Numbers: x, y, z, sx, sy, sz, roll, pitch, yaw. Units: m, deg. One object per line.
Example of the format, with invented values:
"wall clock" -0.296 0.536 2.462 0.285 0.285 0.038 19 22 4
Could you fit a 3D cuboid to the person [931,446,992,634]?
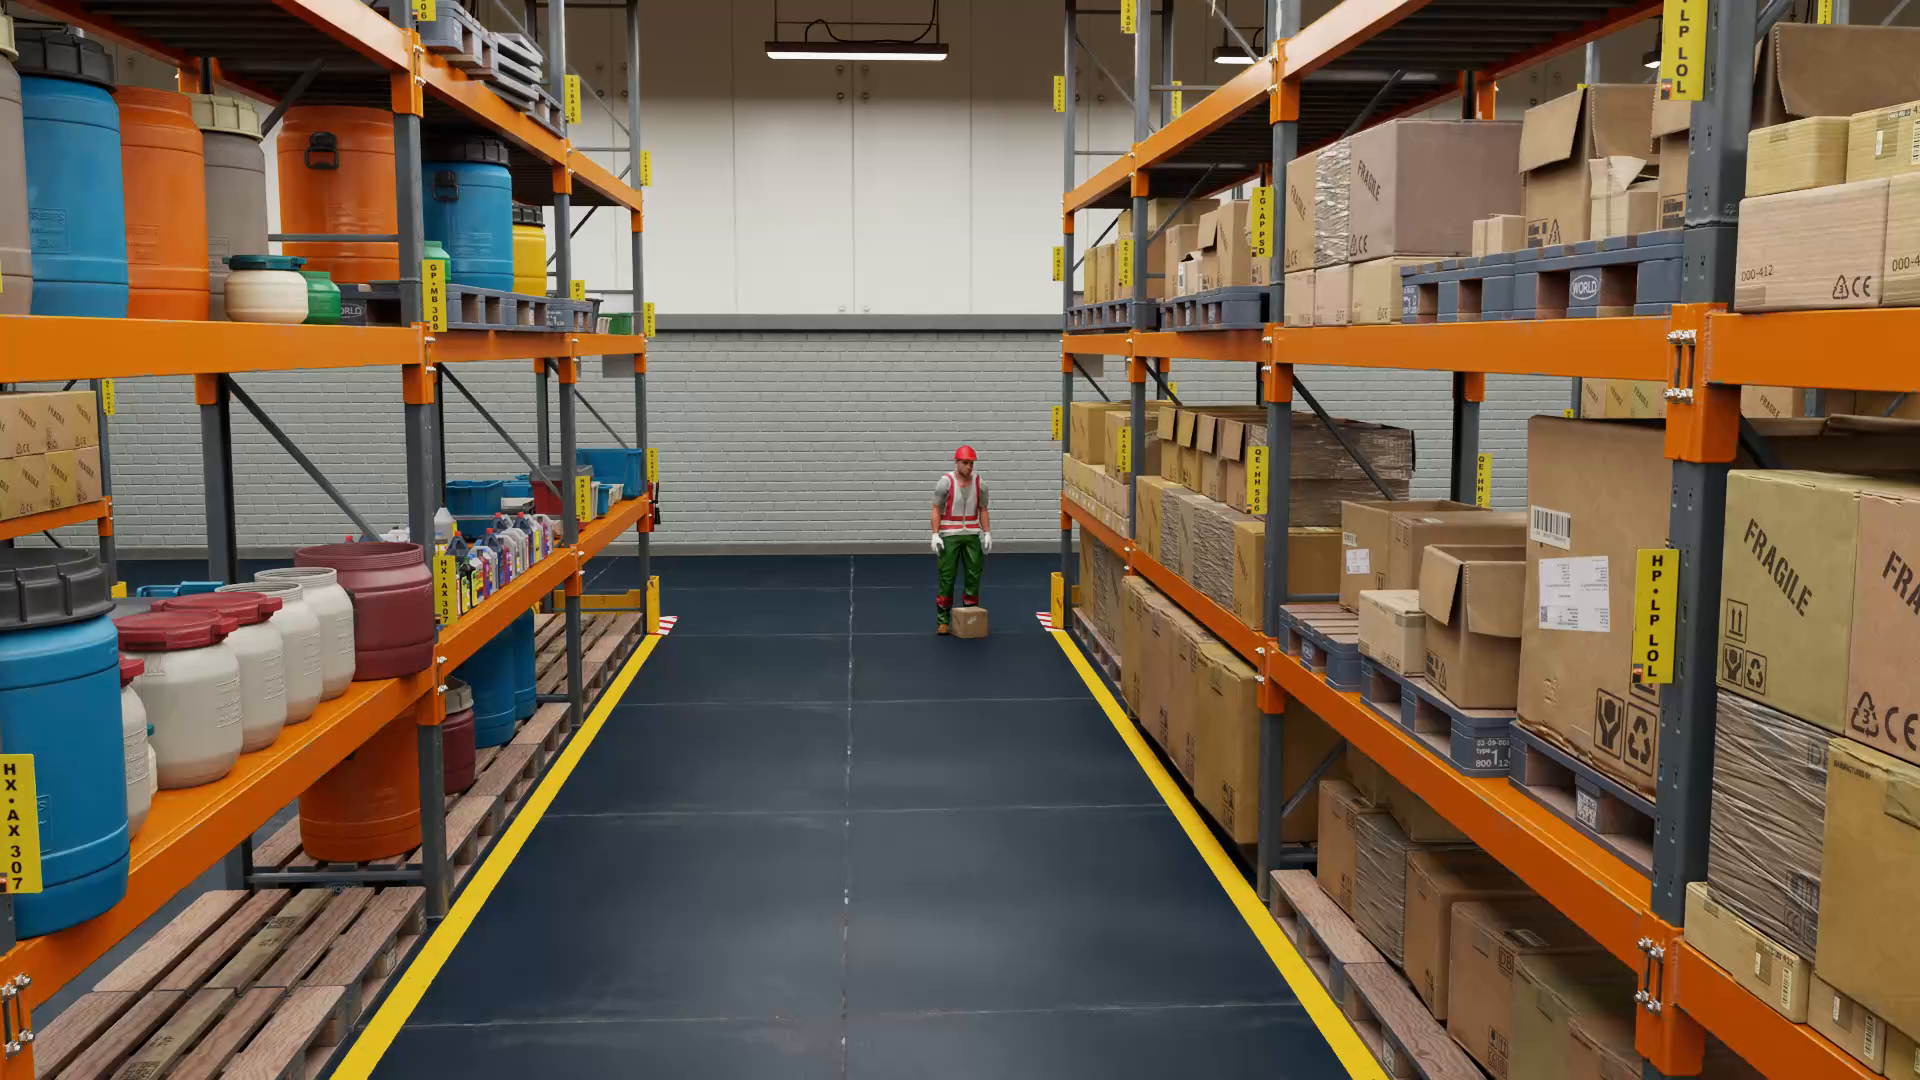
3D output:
"person" 0.008 -0.009 15.748 0.597 1.780 0.448 -2 7 -18
